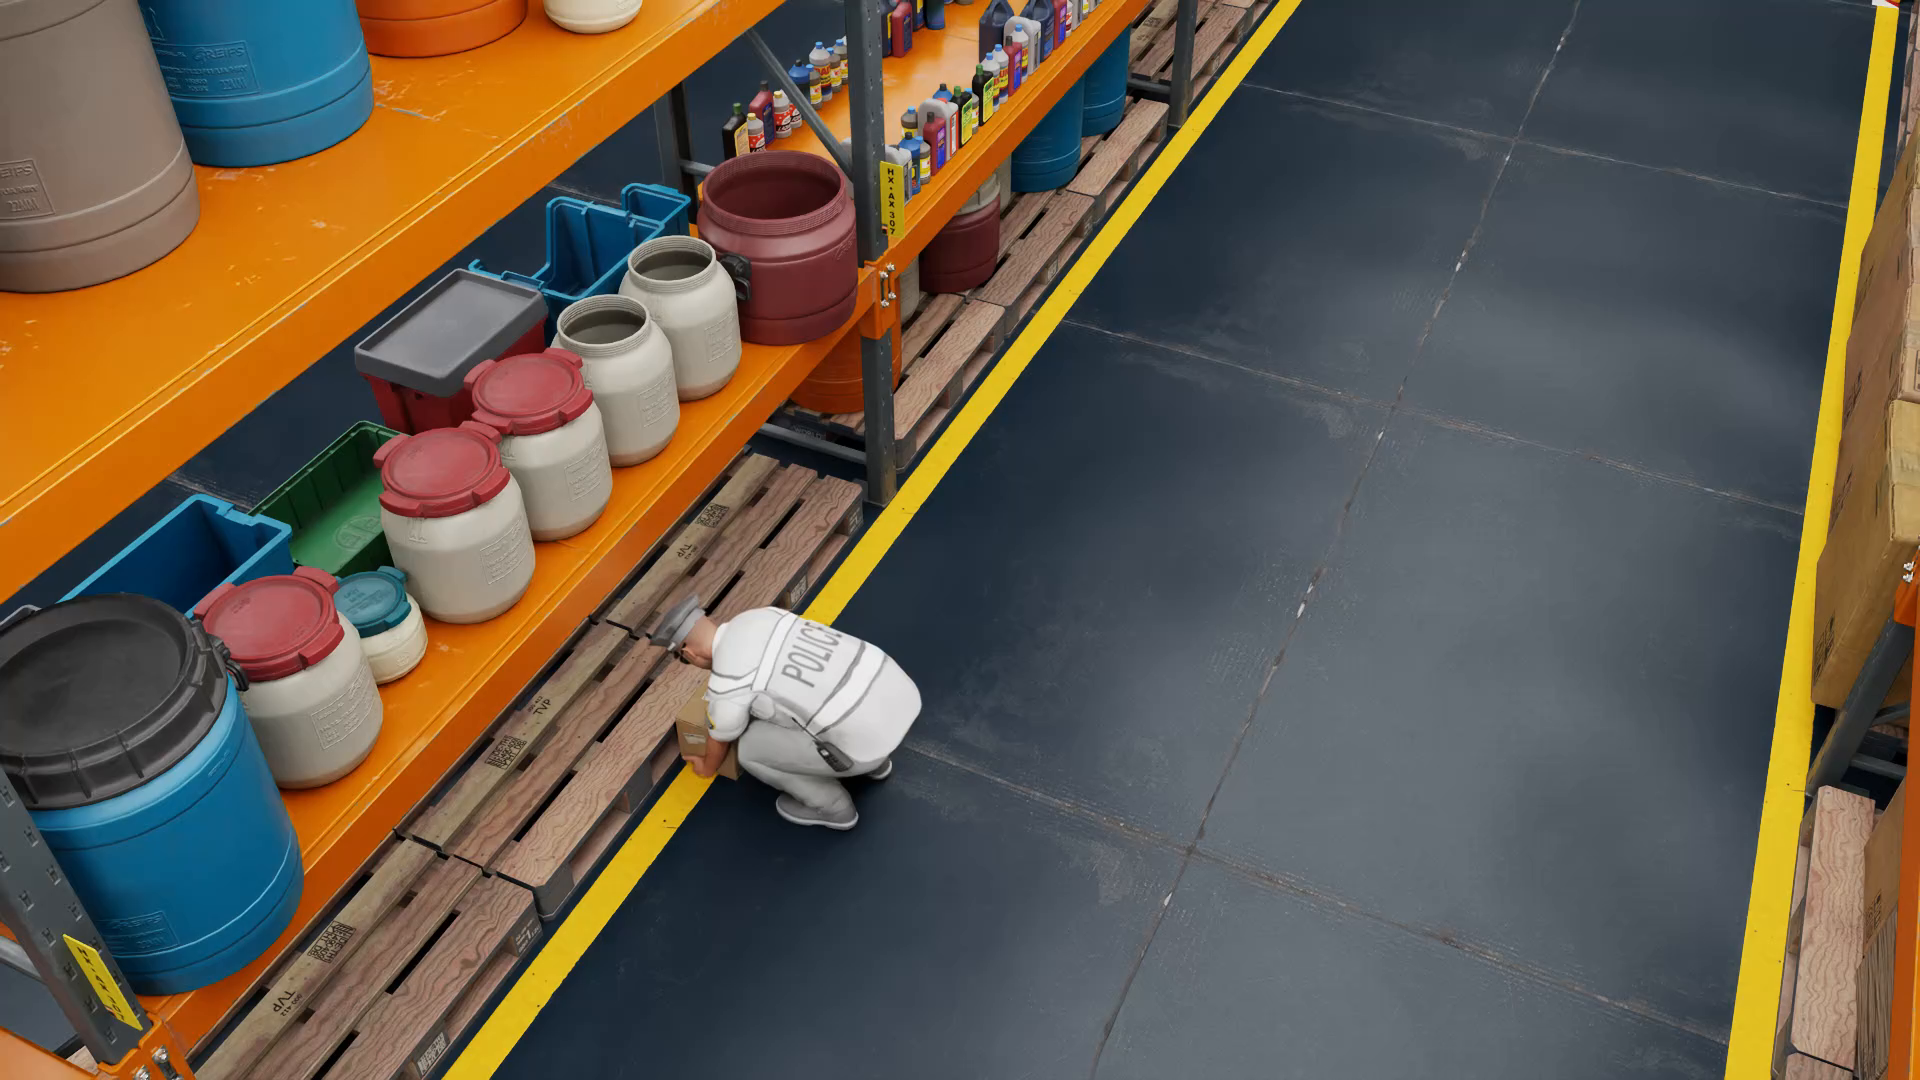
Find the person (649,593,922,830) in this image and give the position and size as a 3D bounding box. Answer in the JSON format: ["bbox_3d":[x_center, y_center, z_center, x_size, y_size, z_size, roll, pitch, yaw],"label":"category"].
[{"bbox_3d":[-0.647,0.628,6.200,1.002,0.871,0.537,16,44,18],"label":"person"}]
